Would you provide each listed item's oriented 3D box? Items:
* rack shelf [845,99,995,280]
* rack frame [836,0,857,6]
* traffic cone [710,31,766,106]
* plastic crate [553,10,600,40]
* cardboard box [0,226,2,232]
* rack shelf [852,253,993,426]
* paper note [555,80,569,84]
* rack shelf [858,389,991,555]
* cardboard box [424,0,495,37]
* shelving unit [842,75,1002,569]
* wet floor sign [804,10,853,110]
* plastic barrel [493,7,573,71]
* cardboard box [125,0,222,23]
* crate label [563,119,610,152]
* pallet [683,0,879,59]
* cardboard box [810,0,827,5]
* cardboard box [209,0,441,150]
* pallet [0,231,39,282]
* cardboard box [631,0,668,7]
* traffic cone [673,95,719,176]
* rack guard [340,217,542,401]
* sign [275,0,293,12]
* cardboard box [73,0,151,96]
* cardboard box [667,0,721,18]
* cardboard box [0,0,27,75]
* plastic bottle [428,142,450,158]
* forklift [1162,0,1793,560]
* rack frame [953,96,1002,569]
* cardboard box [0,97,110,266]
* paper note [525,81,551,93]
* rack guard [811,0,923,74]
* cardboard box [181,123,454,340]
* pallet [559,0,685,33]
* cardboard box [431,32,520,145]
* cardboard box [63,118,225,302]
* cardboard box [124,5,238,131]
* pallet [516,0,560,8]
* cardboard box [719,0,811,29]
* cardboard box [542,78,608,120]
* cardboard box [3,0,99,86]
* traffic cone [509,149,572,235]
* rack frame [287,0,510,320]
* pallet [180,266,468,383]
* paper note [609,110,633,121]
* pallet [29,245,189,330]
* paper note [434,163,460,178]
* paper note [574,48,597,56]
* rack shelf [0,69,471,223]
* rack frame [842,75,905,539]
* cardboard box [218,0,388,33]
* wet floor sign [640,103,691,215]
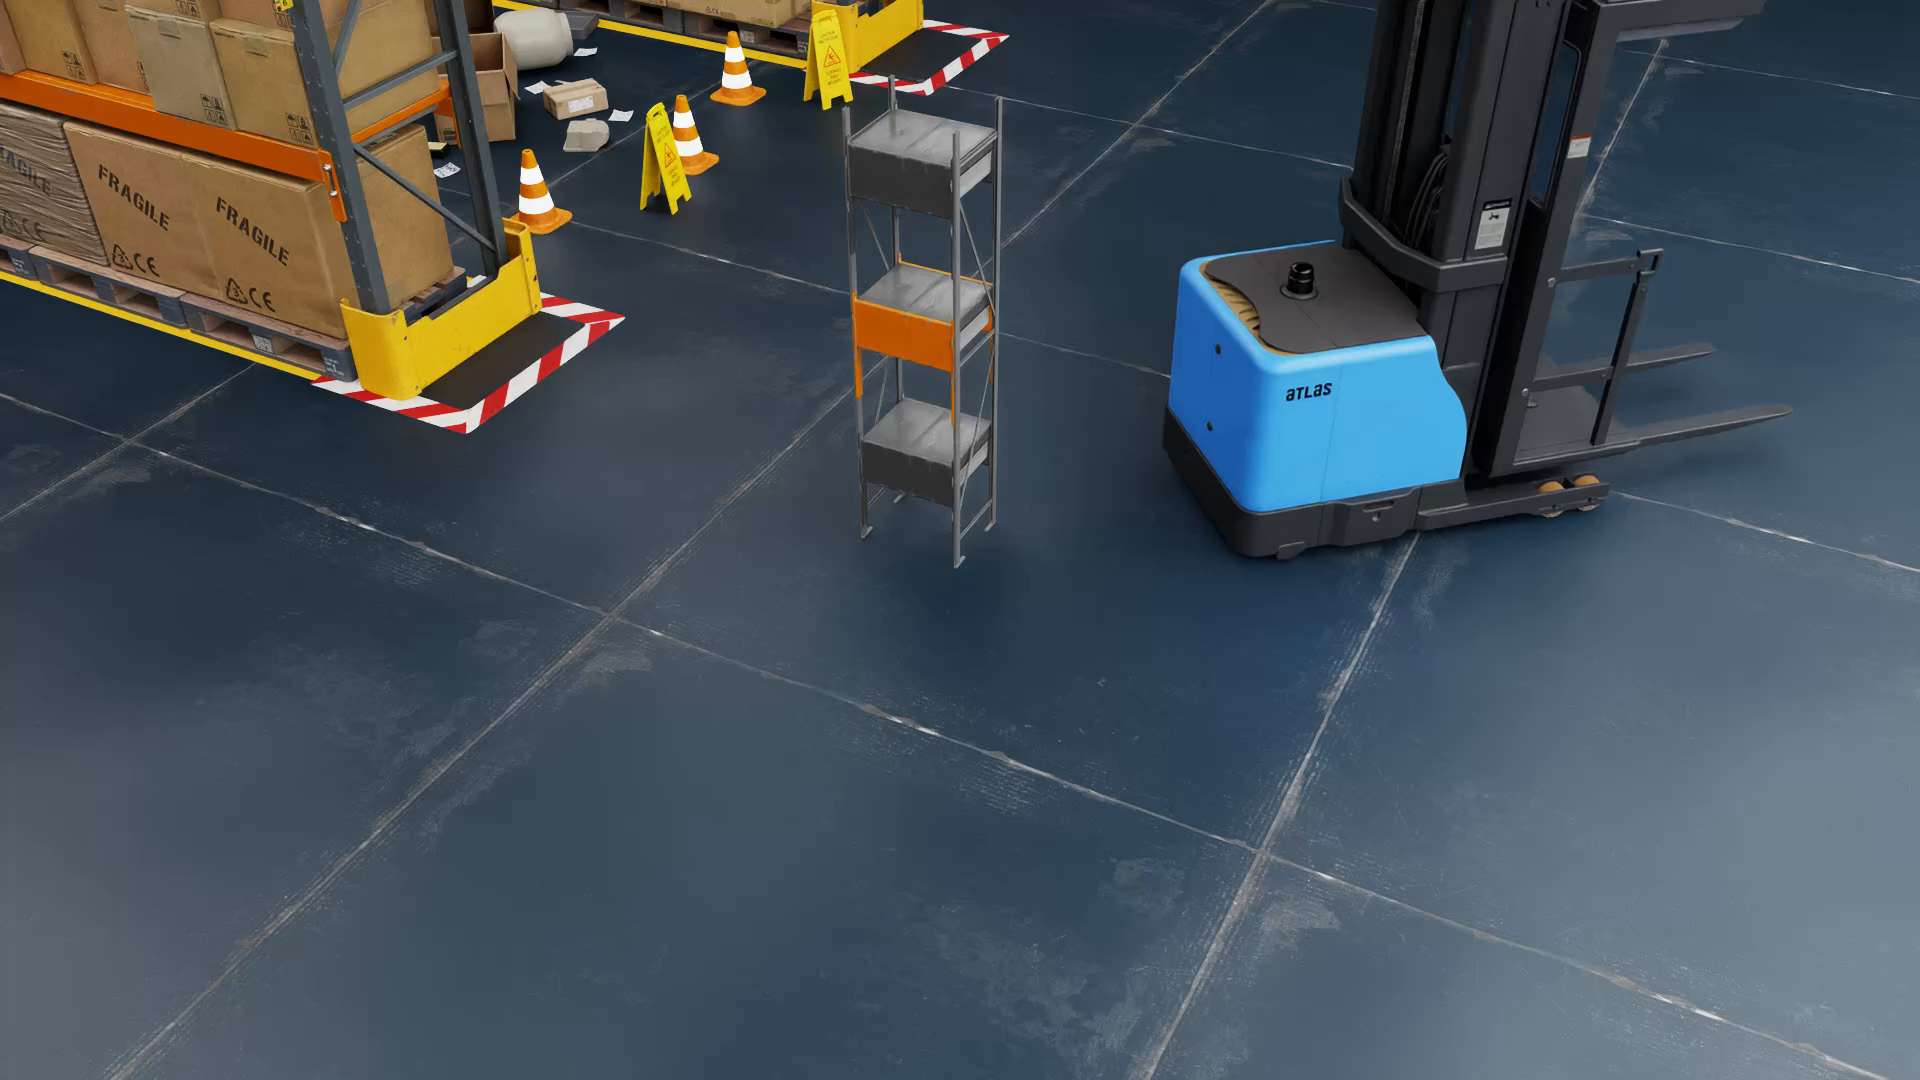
[{"bbox_3d":[-0.147,-1.429,6.761,0.480,0.518,0.431,17,41,21],"label":"rack shelf"},{"bbox_3d":[-0.619,-4.964,11.809,0.127,3.000,1.000,17,41,21],"label":"rack frame"},{"bbox_3d":[-1.594,-3.381,11.821,0.334,0.463,0.336,17,41,21],"label":"traffic cone"},{"bbox_3d":[-3.154,-4.037,13.002,0.583,0.080,0.402,4,37,6],"label":"plastic crate"},{"bbox_3d":[-5.831,-2.499,9.971,0.875,0.875,0.875,18,41,22],"label":"cardboard box"},{"bbox_3d":[-0.147,-0.872,7.184,0.480,0.518,0.431,17,41,21],"label":"rack shelf"},{"bbox_3d":[-2.901,-3.344,12.147,0.123,0.001,0.032,17,41,21],"label":"paper note"},{"bbox_3d":[-0.147,-0.314,7.607,0.480,0.518,0.431,17,41,21],"label":"rack shelf"},{"bbox_3d":[-3.845,-4.053,12.674,0.500,0.500,0.500,-14,39,-18],"label":"cardboard box"},{"bbox_3d":[-0.147,-0.882,7.176,0.503,2.100,0.431,17,41,21],"label":"shelving unit"},{"bbox_3d":[-0.942,-3.399,11.694,0.267,0.644,0.232,-29,46,-33],"label":"wet floor sign"},{"bbox_3d":[-3.149,-3.699,12.274,0.512,0.421,0.421,-14,39,-18],"label":"plastic barrel"},{"bbox_3d":[-3.648,-2.996,8.198,0.550,0.550,0.875,17,41,21],"label":"cardboard box"},{"bbox_3d":[-2.529,-2.746,11.254,0.298,0.136,0.250,-2,37,-2],"label":"crate label"},{"bbox_3d":[-1.391,-4.119,13.002,1.213,0.211,1.003,17,41,21],"label":"pallet"},{"bbox_3d":[-1.208,-4.409,13.004,0.500,0.250,0.500,17,40,21],"label":"cardboard box"},{"bbox_3d":[-3.156,-2.417,8.329,0.550,0.550,0.875,17,41,21],"label":"cardboard box"},{"bbox_3d":[-5.718,-2.026,10.245,1.213,0.211,1.003,17,41,21],"label":"pallet"},{"bbox_3d":[-2.384,-4.407,13.002,0.500,0.250,0.500,16,40,20],"label":"cardboard box"},{"bbox_3d":[-1.803,-2.690,10.911,0.334,0.463,0.336,17,41,21],"label":"traffic cone"},{"bbox_3d":[-2.784,-1.276,9.018,0.348,0.500,1.175,17,41,21],"label":"rack guard"},{"bbox_3d":[-3.067,-2.546,7.470,0.005,0.325,0.100,17,41,21],"label":"sign"},{"bbox_3d":[-4.094,-2.781,8.809,0.550,0.550,0.875,17,41,21],"label":"cardboard box"},{"bbox_3d":[-1.917,-4.265,12.814,0.500,0.250,0.500,18,41,22],"label":"cardboard box"},{"bbox_3d":[-5.100,-3.000,9.097,0.550,0.550,0.875,17,41,21],"label":"cardboard box"},{"bbox_3d":[-3.578,-2.617,11.148,0.283,0.061,0.133,4,37,6],"label":"plastic bottle"},{"bbox_3d":[2.578,-1.573,7.399,3.031,2.935,1.130,-10,38,-13],"label":"forklift"},{"bbox_3d":[0.070,-0.815,7.086,0.015,2.100,0.400,17,41,21],"label":"rack frame"},{"bbox_3d":[-5.029,-2.251,9.644,0.875,0.875,0.875,18,41,22],"label":"cardboard box"},{"bbox_3d":[-3.059,-3.288,12.066,0.148,0.019,0.142,-29,46,-33],"label":"paper note"},{"bbox_3d":[-0.686,-3.990,12.592,0.348,0.500,1.175,17,41,21],"label":"rack guard"},{"bbox_3d":[-3.438,-1.752,8.988,0.875,0.875,0.875,18,41,22],"label":"cardboard box"},{"bbox_3d":[-2.471,-4.459,13.450,1.213,0.211,1.003,17,41,21],"label":"pallet"},{"bbox_3d":[-3.343,-3.099,11.416,0.637,0.503,0.797,-8,38,-10],"label":"cardboard box"},{"bbox_3d":[-4.220,-1.996,9.309,0.875,0.875,0.875,17,40,21],"label":"cardboard box"},{"bbox_3d":[-3.654,-2.558,8.515,0.550,0.550,0.875,17,41,21],"label":"cardboard box"},{"bbox_3d":[-3.558,-4.798,13.896,1.213,0.211,1.003,17,41,21],"label":"pallet"},{"bbox_3d":[-1.482,-4.123,12.628,0.500,0.250,0.500,17,40,21],"label":"cardboard box"},{"bbox_3d":[-2.711,-3.108,11.722,0.380,0.149,0.250,-21,42,-25],"label":"cardboard box"},{"bbox_3d":[-4.584,-2.907,8.974,0.500,0.550,0.875,17,41,21],"label":"cardboard box"},{"bbox_3d":[-2.624,-2.178,10.237,0.334,0.463,0.336,17,41,21],"label":"traffic cone"},{"bbox_3d":[-2.806,-2.278,8.271,0.127,3.000,1.000,17,41,21],"label":"rack frame"},{"bbox_3d":[-3.552,-1.348,9.351,1.213,0.211,1.003,17,41,21],"label":"pallet"},{"bbox_3d":[-2.374,-2.976,11.645,0.142,0.019,0.148,4,37,6],"label":"paper note"},{"bbox_3d":[-4.631,-1.688,9.799,1.213,0.211,1.003,17,41,21],"label":"pallet"},{"bbox_3d":[-3.380,-2.431,10.929,0.144,0.017,0.142,-29,46,-33],"label":"paper note"},{"bbox_3d":[-2.837,-3.704,12.604,0.148,0.019,0.142,4,37,6],"label":"paper note"},{"bbox_3d":[-4.582,-2.548,9.221,4.000,0.370,1.077,17,41,21],"label":"rack shelf"},{"bbox_3d":[-0.364,-0.950,7.265,0.015,2.100,0.400,17,41,21],"label":"rack frame"},{"bbox_3d":[-3.117,-2.892,8.062,0.550,0.550,0.875,17,41,21],"label":"cardboard box"},{"bbox_3d":[-1.869,-2.396,10.372,0.232,0.644,0.267,11,38,14],"label":"wet floor sign"}]
